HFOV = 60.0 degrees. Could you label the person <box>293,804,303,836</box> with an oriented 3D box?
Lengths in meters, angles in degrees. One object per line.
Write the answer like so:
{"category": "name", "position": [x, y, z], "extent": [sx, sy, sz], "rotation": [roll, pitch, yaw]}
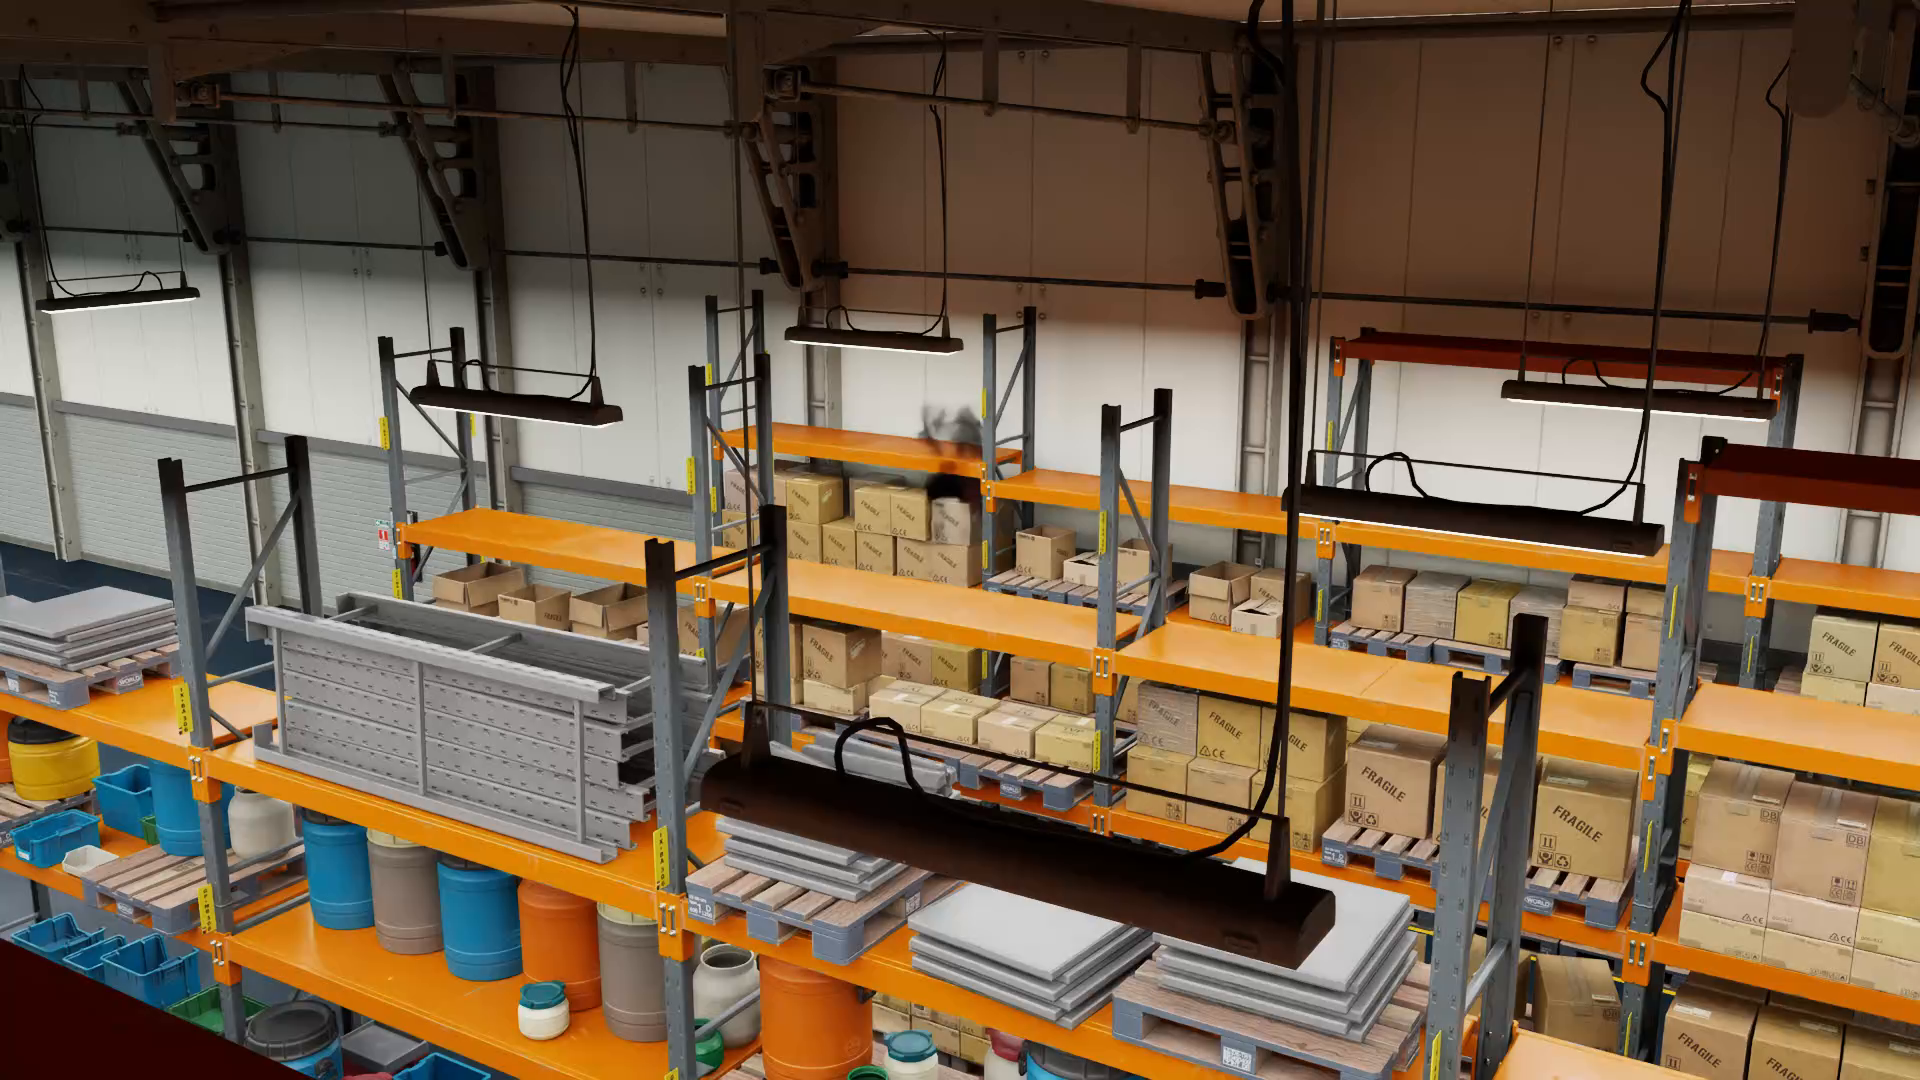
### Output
{"category": "person", "position": [-7.472, 2.787, 18.431], "extent": [0.885, 1.674, 0.574], "rotation": [-6, 15, -22]}
